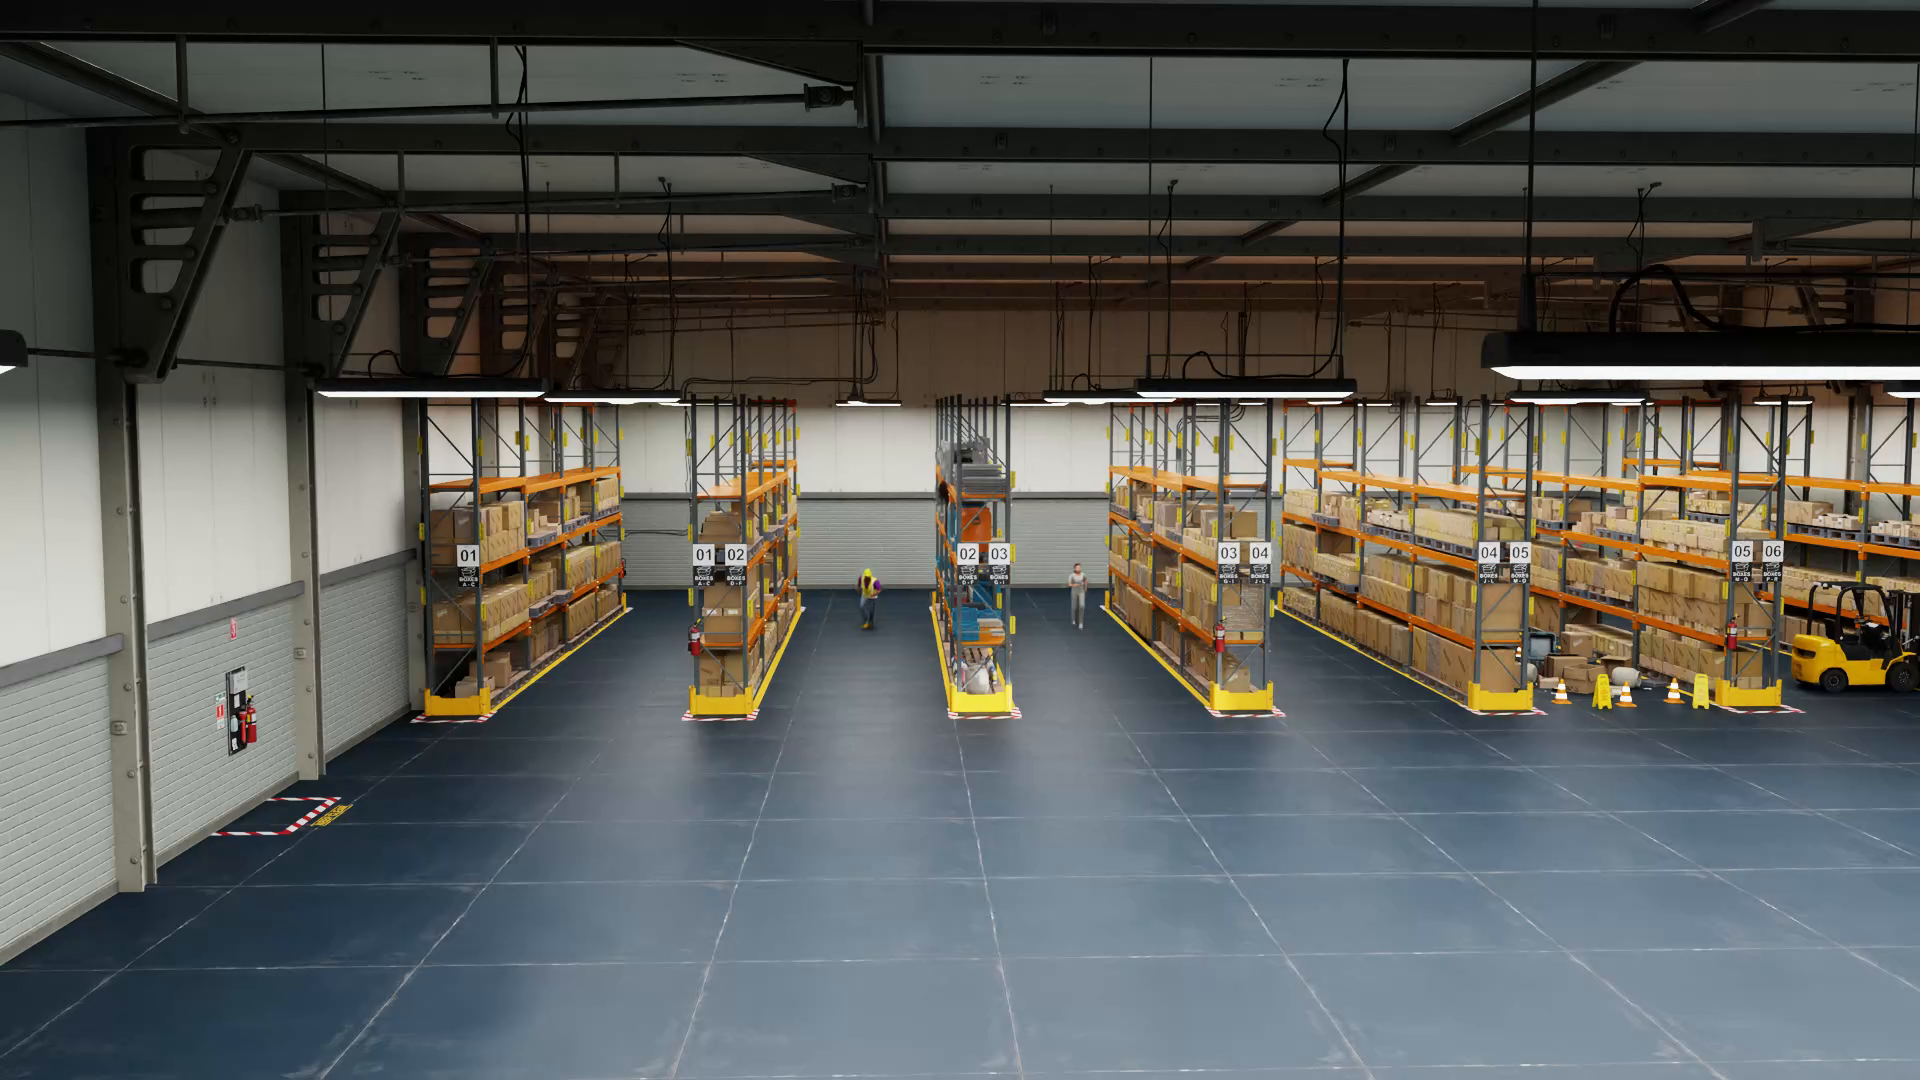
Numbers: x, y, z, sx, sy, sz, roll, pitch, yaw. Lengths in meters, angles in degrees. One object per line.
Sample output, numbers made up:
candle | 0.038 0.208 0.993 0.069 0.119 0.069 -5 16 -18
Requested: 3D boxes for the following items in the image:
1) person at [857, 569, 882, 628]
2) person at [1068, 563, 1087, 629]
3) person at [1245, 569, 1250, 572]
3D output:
person | -2.354 1.494 43.386 0.724 1.555 1.101 1 5 10
person | 3.085 1.459 43.557 0.538 1.722 0.838 0 5 -5
person | 8.572 0.976 49.464 0.769 1.775 0.676 3 5 32
